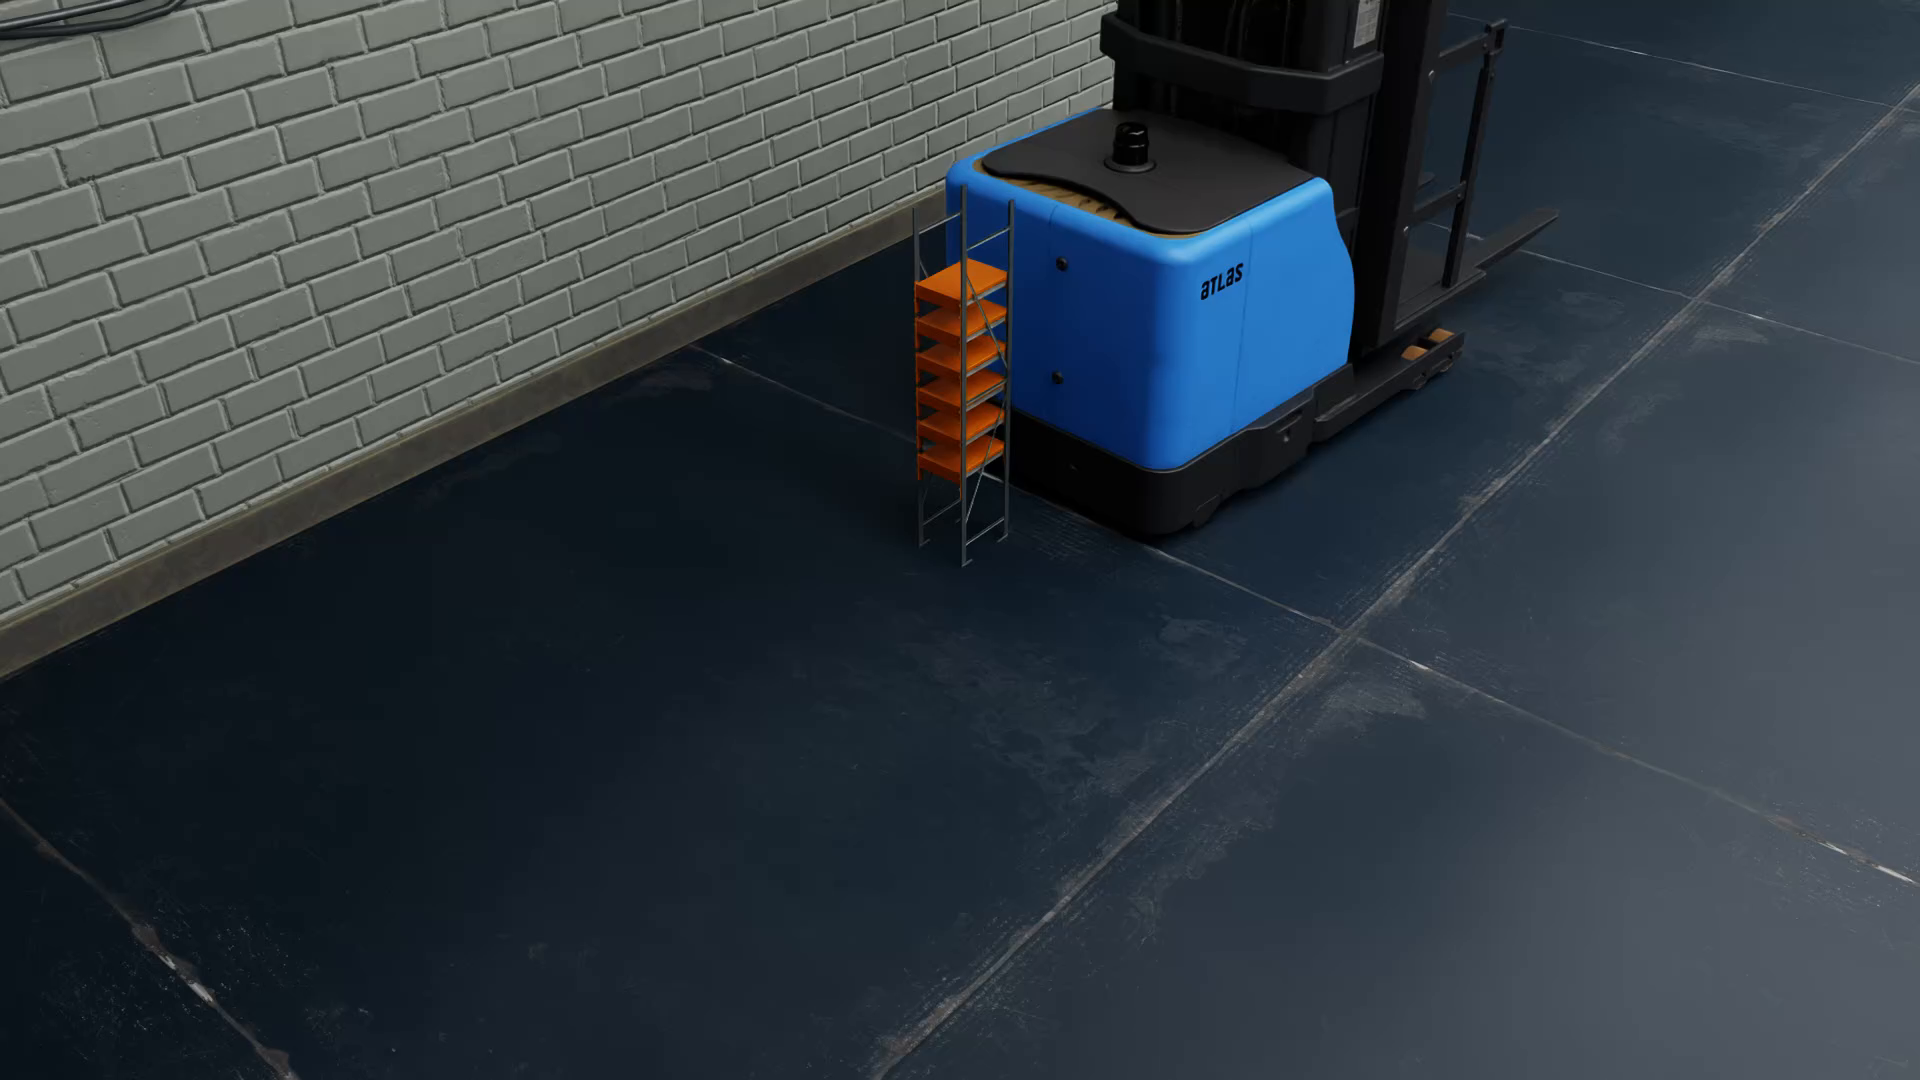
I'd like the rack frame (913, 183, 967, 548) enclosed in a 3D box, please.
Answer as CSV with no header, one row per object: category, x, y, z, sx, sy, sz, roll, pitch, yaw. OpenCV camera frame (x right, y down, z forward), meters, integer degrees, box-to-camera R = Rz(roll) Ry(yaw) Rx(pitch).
rack frame,-0.059,-0.523,5.250,0.006,1.200,0.240,25,42,32

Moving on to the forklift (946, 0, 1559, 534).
forklift,1.320,-1.966,5.822,1.130,2.935,3.031,28,44,35

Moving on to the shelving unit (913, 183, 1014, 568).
shelving unit,0.011,-0.489,5.201,0.189,1.200,0.258,25,42,32

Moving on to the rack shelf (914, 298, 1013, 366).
rack shelf,0.011,-0.651,5.091,0.180,0.103,0.258,25,42,32

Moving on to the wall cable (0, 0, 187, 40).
wall cable,-2.978,-1.924,3.144,0.112,2.526,3.097,25,42,32

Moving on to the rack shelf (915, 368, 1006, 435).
rack shelf,0.011,-0.453,5.226,0.180,0.103,0.258,25,42,32

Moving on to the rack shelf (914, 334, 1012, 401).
rack shelf,0.011,-0.552,5.158,0.180,0.103,0.258,25,42,32

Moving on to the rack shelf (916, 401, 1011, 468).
rack shelf,0.011,-0.354,5.294,0.180,0.103,0.258,25,42,32

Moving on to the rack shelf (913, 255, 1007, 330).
rack shelf,0.011,-0.749,5.023,0.180,0.103,0.258,25,42,32

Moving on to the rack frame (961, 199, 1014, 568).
rack frame,0.081,-0.456,5.153,0.006,1.200,0.240,25,42,32

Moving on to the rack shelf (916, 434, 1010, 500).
rack shelf,0.011,-0.255,5.362,0.180,0.103,0.258,25,42,32
